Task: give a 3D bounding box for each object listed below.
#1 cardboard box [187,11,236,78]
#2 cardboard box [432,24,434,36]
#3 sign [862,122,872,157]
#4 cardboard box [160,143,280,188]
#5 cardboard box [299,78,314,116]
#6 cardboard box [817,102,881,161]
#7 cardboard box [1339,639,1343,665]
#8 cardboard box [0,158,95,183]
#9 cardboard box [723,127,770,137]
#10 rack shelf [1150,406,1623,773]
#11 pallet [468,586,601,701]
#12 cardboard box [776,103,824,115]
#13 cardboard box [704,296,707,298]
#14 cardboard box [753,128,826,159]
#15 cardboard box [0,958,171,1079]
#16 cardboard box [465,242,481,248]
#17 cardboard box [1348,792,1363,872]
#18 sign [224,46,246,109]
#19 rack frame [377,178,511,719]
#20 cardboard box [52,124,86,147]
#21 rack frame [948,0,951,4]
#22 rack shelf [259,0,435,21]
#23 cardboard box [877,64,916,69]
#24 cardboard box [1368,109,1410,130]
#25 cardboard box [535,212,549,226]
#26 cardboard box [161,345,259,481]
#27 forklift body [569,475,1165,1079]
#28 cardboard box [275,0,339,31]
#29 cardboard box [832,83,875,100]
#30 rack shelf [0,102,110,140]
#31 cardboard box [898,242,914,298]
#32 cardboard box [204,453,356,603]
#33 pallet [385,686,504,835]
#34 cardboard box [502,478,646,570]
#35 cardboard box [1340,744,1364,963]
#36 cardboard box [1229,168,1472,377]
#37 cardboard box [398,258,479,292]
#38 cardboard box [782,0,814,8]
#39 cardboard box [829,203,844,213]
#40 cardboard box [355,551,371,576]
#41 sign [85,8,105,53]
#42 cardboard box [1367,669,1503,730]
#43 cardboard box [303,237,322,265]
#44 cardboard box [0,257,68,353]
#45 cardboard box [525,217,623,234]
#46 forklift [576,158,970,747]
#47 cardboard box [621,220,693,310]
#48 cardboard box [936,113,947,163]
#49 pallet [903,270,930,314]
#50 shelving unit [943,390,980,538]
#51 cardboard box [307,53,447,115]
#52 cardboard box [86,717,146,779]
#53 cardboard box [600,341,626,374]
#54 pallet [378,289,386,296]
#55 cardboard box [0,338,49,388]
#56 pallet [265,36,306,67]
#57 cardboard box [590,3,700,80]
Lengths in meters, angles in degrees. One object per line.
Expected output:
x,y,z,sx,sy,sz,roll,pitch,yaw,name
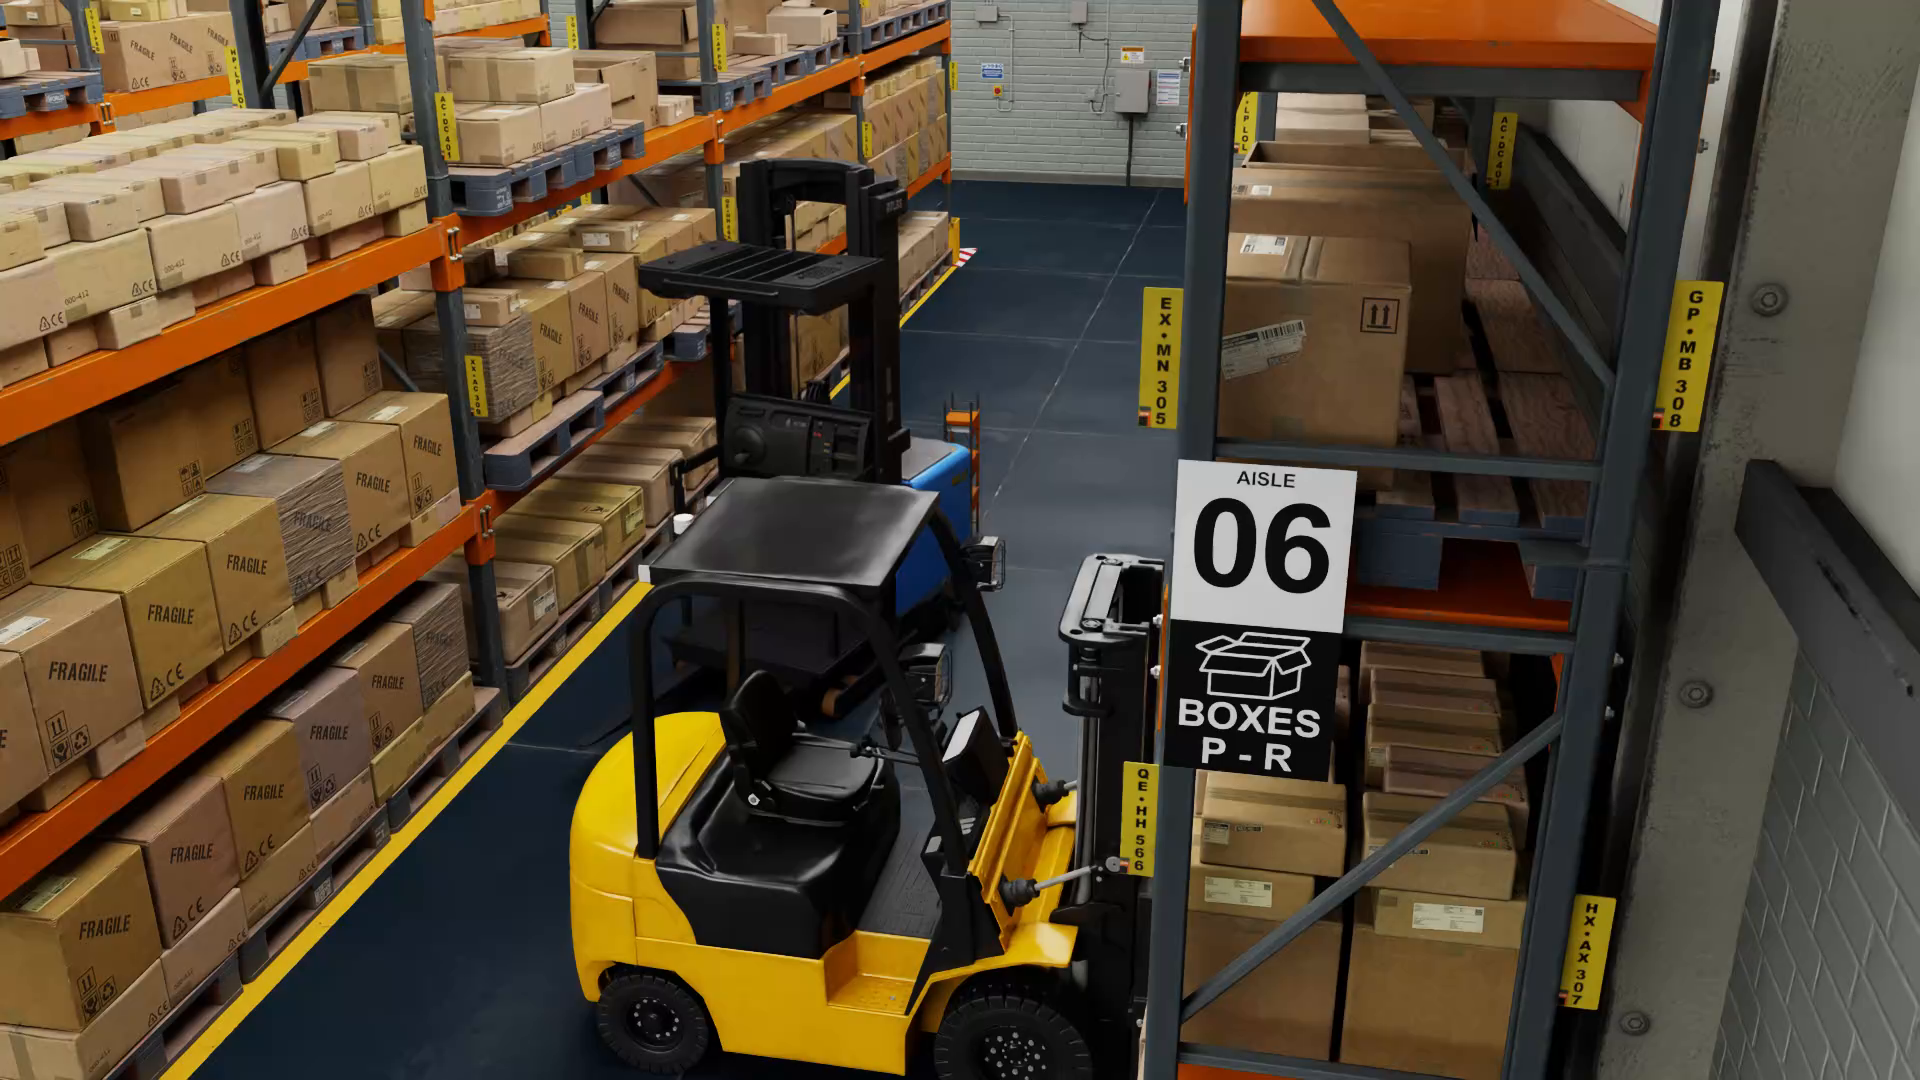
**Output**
-6.537,-4.233,14.201,0.500,0.500,0.500,4,22,11,cardboard box
-5.844,-5.358,17.328,0.500,0.250,0.500,4,22,10,cardboard box
-0.891,-3.825,15.893,0.100,0.325,0.005,4,22,11,sign
-3.105,-1.567,6.983,0.380,0.149,0.250,4,22,10,cardboard box
-6.459,-4.544,17.251,0.500,0.500,0.500,4,22,9,cardboard box
-1.090,-4.029,16.369,0.500,0.500,0.500,5,22,11,cardboard box
1.265,0.413,6.679,0.500,0.500,0.500,4,22,10,cardboard box
-3.676,-1.417,6.610,0.380,0.149,0.250,5,22,12,cardboard box
-1.976,-3.363,14.716,0.500,0.500,0.500,4,22,10,cardboard box
1.396,-0.386,5.745,1.077,0.370,4.000,4,22,11,rack shelf
-2.899,0.572,10.152,1.003,0.211,1.213,4,22,11,pallet
-1.598,-4.067,16.464,0.500,0.500,0.500,4,22,10,cardboard box
-2.077,-1.840,12.182,0.380,0.149,0.250,5,23,13,cardboard box
-1.490,-3.317,14.602,0.500,0.500,0.500,5,23,13,cardboard box
-3.437,1.833,6.407,0.500,0.250,0.500,4,22,10,cardboard box
-5.674,-3.298,18.883,0.380,0.149,0.250,4,22,11,cardboard box
1.299,0.856,4.711,0.380,0.149,0.250,4,22,11,cardboard box
-3.600,-2.292,8.295,0.100,0.325,0.005,4,22,11,sign
-3.056,-0.437,8.924,1.000,3.000,0.127,4,22,11,rack frame
-10.566,-4.710,19.336,0.500,0.250,0.500,5,22,12,cardboard box
-0.608,-7.609,18.700,1.000,3.000,0.127,4,22,11,rack frame
-2.648,-3.432,9.828,1.077,0.370,4.000,4,22,11,rack shelf
-0.698,-5.116,18.200,0.380,0.149,0.250,4,22,10,cardboard box
2.260,-2.263,9.058,0.380,0.166,0.250,4,22,11,cardboard box
-5.302,-3.962,20.531,0.380,0.149,0.250,4,22,9,cardboard box
-3.613,-0.574,7.394,0.700,0.500,0.500,4,22,10,cardboard box
-0.411,0.964,6.581,2.313,2.155,1.214,4,22,11,forklift body
-6.475,-5.206,16.053,0.700,0.500,0.500,4,22,11,cardboard box
-1.058,-4.461,16.575,0.380,0.149,0.250,4,22,10,cardboard box
-7.515,-2.567,11.159,1.077,0.370,4.000,4,22,11,rack shelf
-1.009,-2.918,17.951,0.875,0.438,0.875,4,22,9,cardboard box
-3.103,-0.061,7.458,0.500,0.500,0.500,5,22,12,cardboard box
-3.159,1.105,8.828,1.003,0.211,1.213,4,22,11,pallet
-2.668,-0.123,11.098,0.950,0.372,0.625,5,23,13,cardboard box
1.445,1.004,5.211,0.500,0.500,0.500,5,23,13,cardboard box
1.146,-0.824,5.038,0.700,0.500,0.500,5,22,11,cardboard box
-3.055,-1.556,9.740,0.380,0.149,0.250,4,22,9,cardboard box
-1.607,-5.191,16.197,0.396,0.266,0.258,5,23,13,cardboard box
-1.370,-3.162,15.221,0.500,0.250,0.500,5,22,12,cardboard box
-3.062,0.091,7.948,0.380,0.149,0.250,4,22,10,cardboard box
-6.565,-3.863,12.617,0.100,0.325,0.005,4,22,11,sign
1.457,0.531,5.120,0.380,0.149,0.250,5,22,11,cardboard box
-3.086,-1.303,7.395,0.380,0.149,0.250,4,22,9,cardboard box
-3.397,-0.781,5.565,0.500,0.250,0.500,4,22,10,cardboard box
-2.658,-1.941,11.564,0.500,0.500,0.500,6,23,14,cardboard box
-1.027,-0.547,9.288,1.130,2.935,3.031,10,24,24,forklift
-2.155,-1.902,11.466,0.500,0.500,0.500,4,22,10,cardboard box
-0.447,-4.676,19.314,0.500,0.500,0.500,5,22,11,cardboard box
-0.945,-2.789,18.496,1.003,0.211,1.213,4,22,11,pallet
0.011,-0.507,11.706,0.215,1.050,0.252,4,22,11,shelving unit
-3.063,-2.407,8.770,0.500,0.250,0.500,5,22,12,cardboard box
-3.333,0.760,6.287,0.380,0.149,0.250,5,22,12,cardboard box
-2.341,-1.168,10.513,0.380,0.149,0.250,5,23,13,cardboard box
-6.188,-2.658,18.171,1.003,0.211,1.213,4,22,11,pallet
-3.407,-0.635,5.737,0.380,0.149,0.250,4,22,11,cardboard box
-6.729,-4.410,15.025,1.213,0.211,1.003,4,22,11,pallet
-2.311,-3.683,12.269,0.797,0.503,0.637,3,22,8,cardboard box
